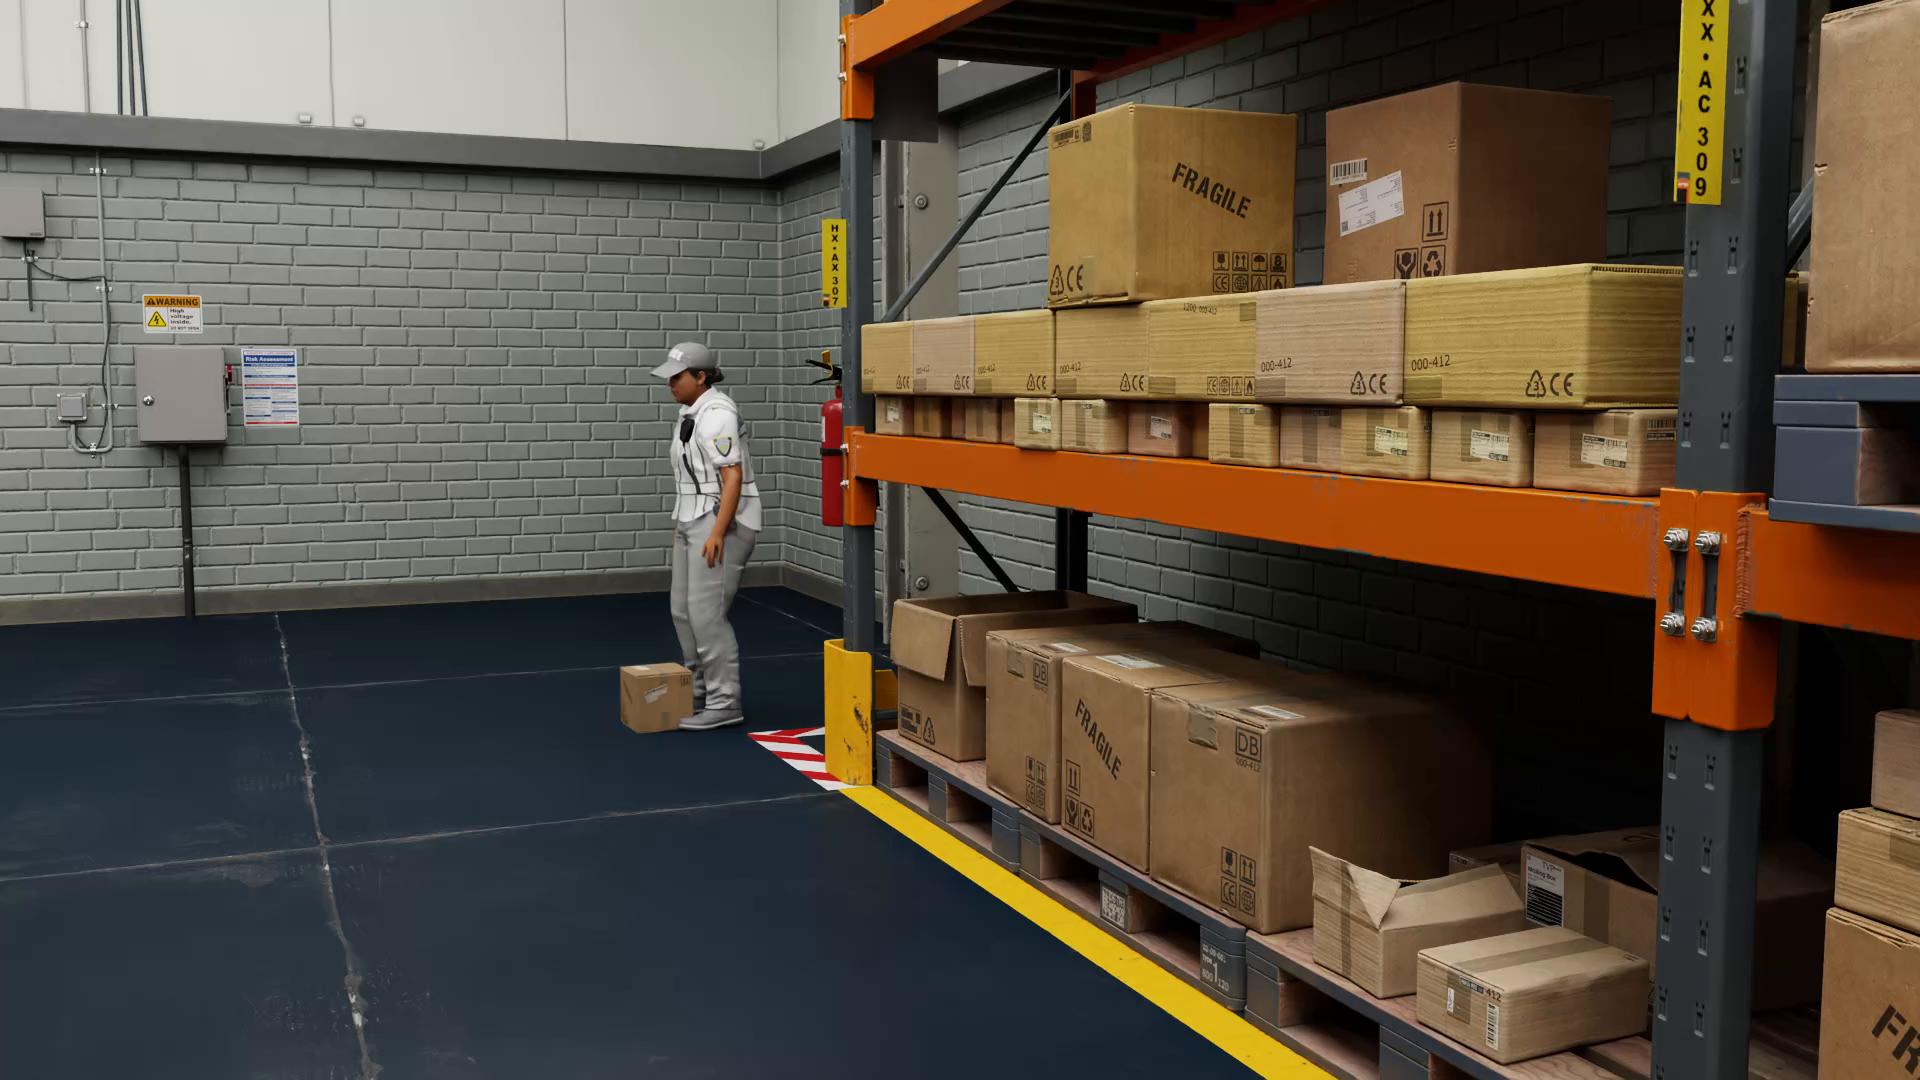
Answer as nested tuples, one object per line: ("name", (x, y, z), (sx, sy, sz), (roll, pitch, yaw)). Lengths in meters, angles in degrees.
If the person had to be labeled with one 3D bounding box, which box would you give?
("person", (-1.123, -0.029, 7.270), (0.464, 1.666, 0.540), (-3, 6, -26))
